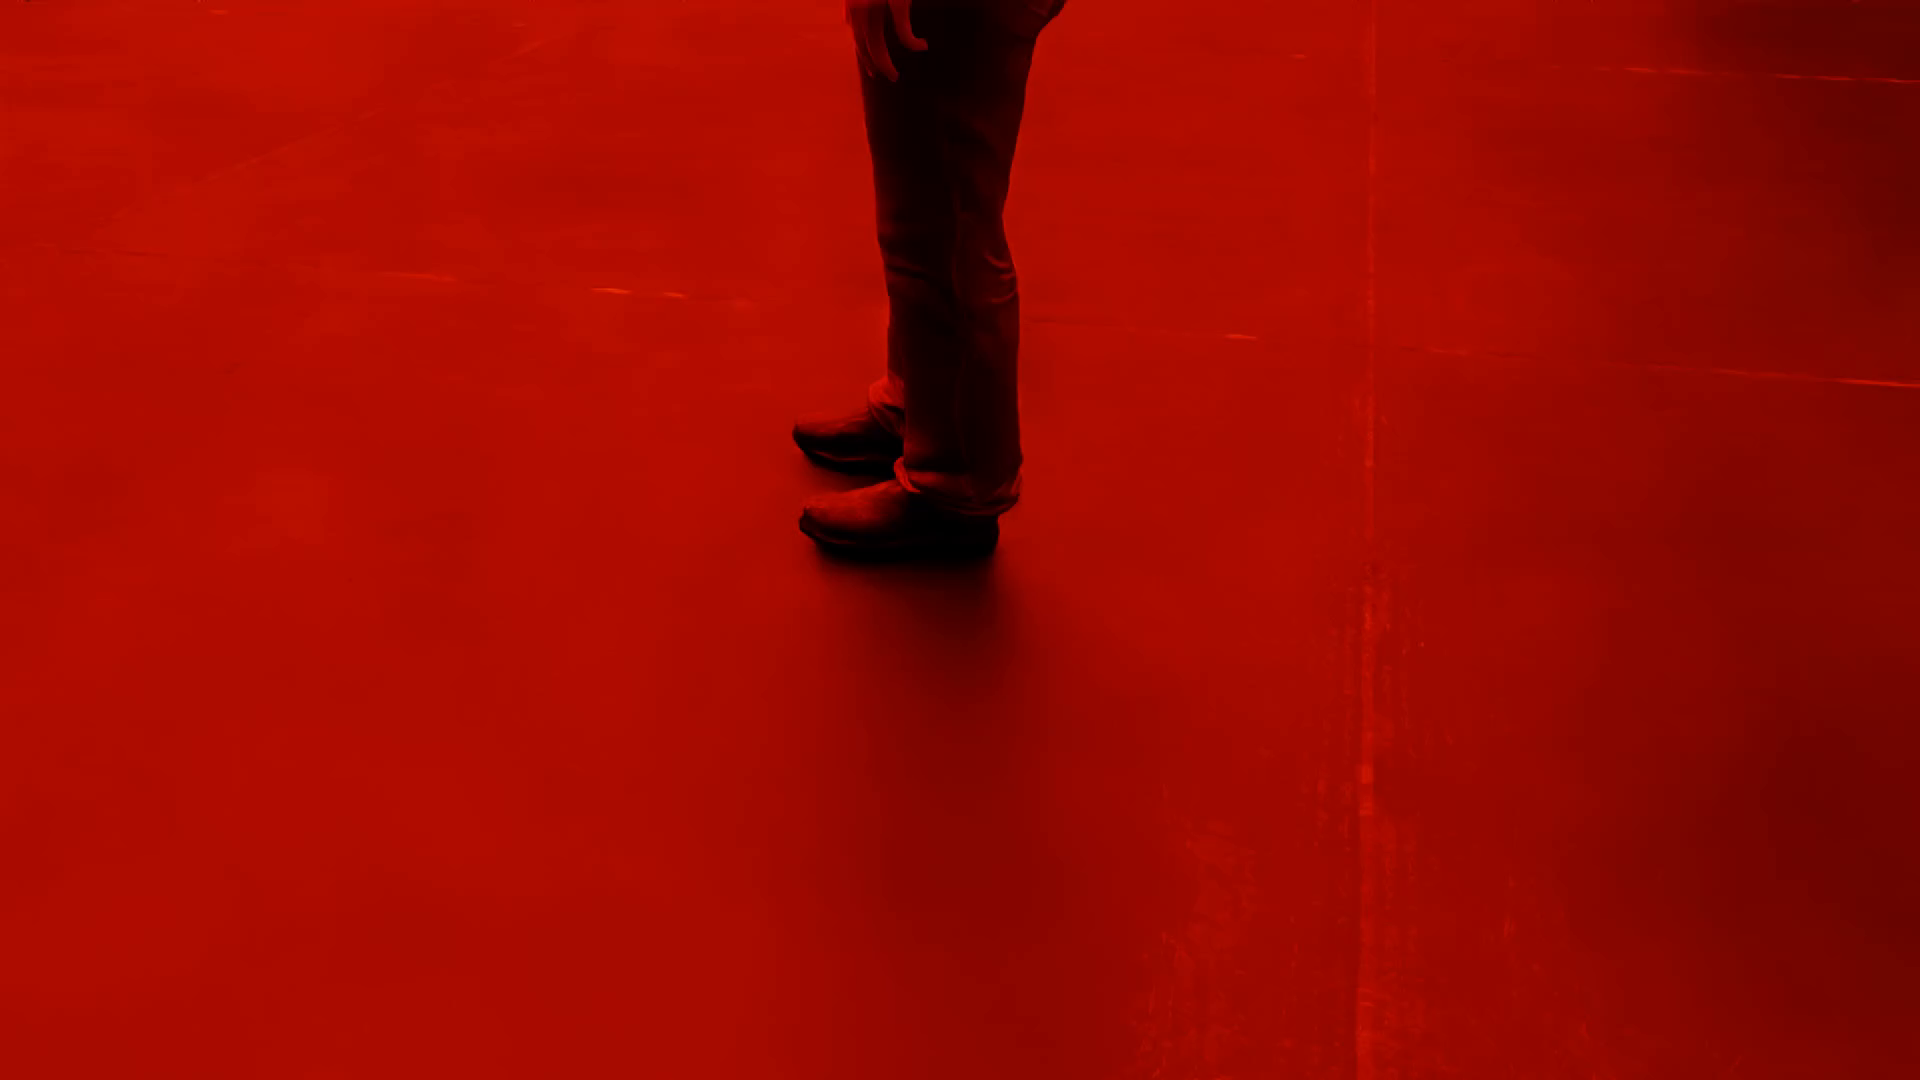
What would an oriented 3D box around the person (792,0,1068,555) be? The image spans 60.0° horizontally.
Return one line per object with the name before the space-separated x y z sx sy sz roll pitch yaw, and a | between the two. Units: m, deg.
person | -0.059 -0.785 2.128 0.567 1.720 0.632 6 27 11
